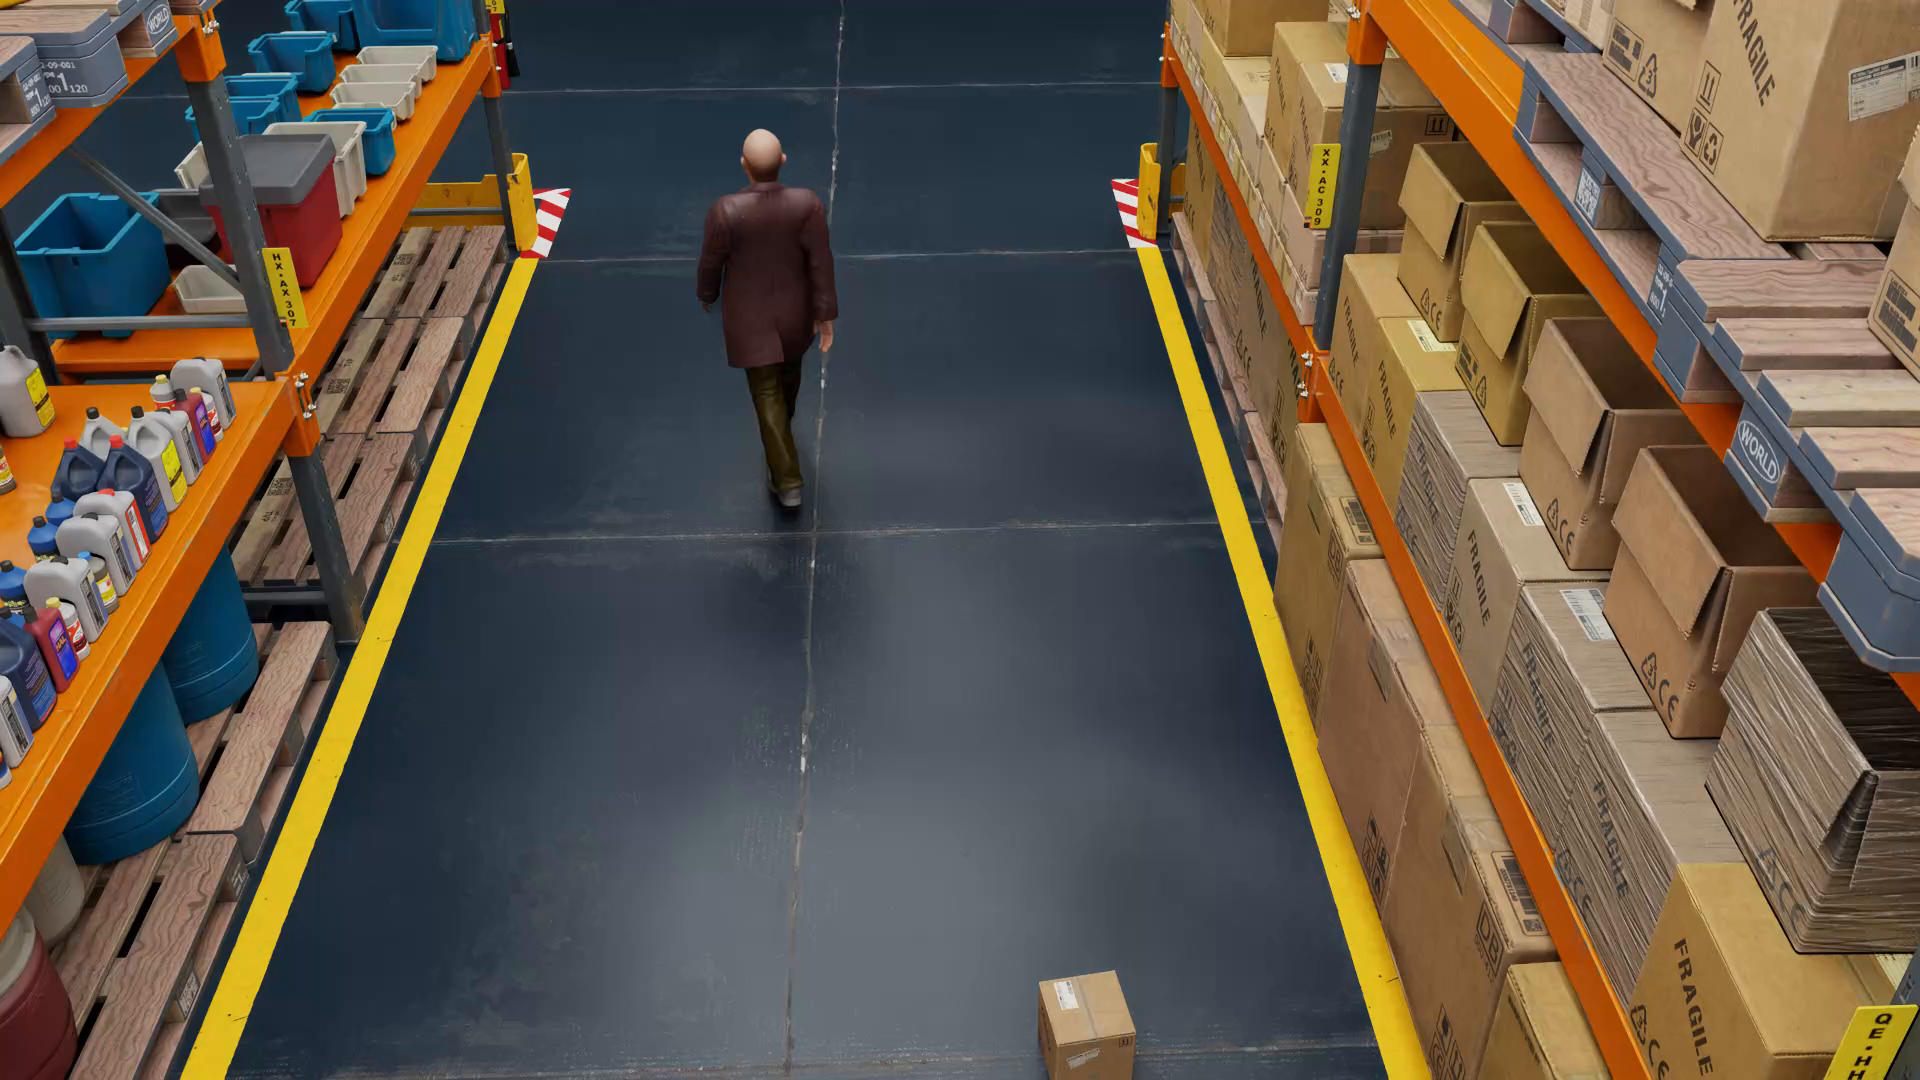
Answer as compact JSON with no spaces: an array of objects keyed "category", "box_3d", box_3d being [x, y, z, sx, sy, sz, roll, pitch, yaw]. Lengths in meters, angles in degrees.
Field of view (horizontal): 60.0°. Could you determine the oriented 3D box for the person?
[{"category":"person","box_3d":[-0.925,-1.130,7.767,0.594,1.722,1.092,-12,37,-17]}]
